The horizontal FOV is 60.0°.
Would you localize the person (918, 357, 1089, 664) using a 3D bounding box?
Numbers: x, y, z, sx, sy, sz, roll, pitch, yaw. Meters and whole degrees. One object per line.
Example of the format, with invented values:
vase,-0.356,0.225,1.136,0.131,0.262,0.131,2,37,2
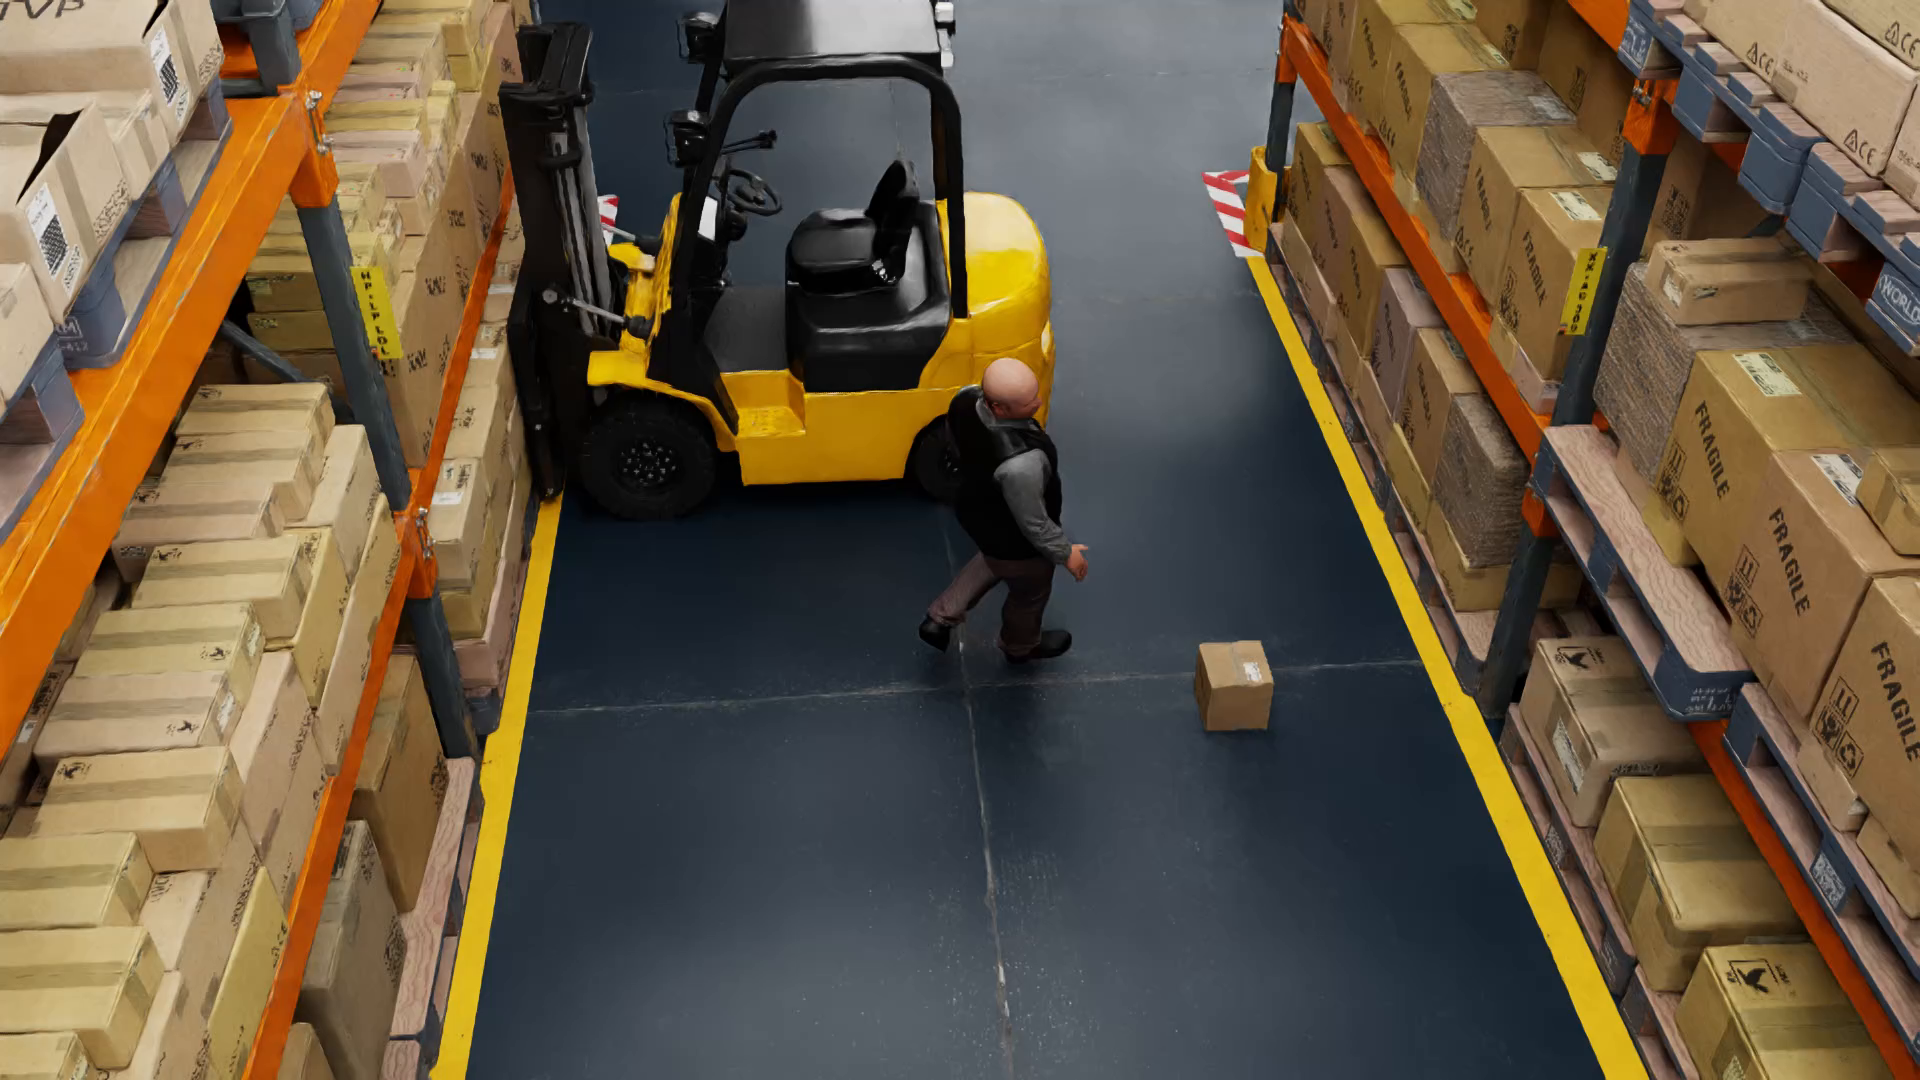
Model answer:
person,0.204,-0.086,6.319,0.672,1.671,0.745,-19,42,-22
